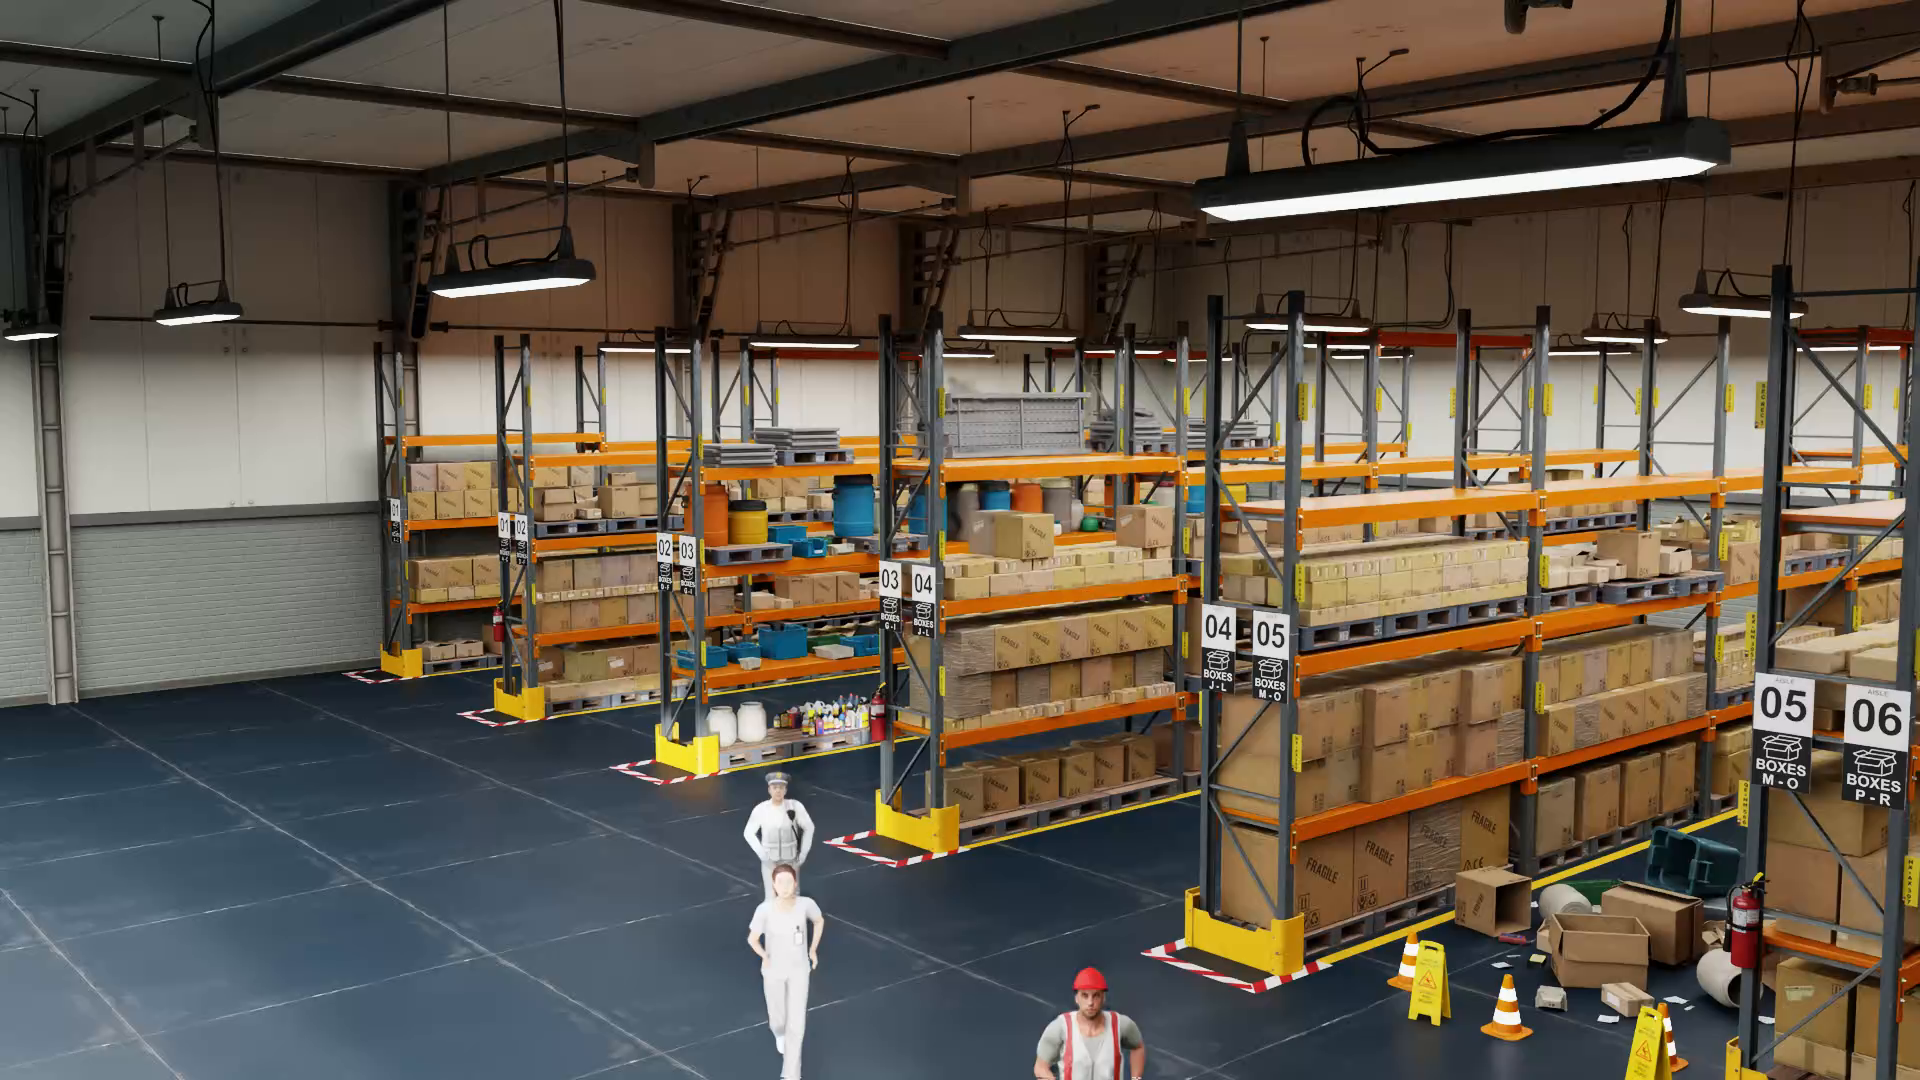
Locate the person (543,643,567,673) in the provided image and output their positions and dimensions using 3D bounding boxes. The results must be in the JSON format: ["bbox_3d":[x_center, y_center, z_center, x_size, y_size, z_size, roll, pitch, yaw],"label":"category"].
[{"bbox_3d":[-6.881,1.802,28.527,0.538,1.557,0.549,5,7,42],"label":"person"}]

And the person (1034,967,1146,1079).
[{"bbox_3d":[0.768,3.380,9.777,0.664,1.773,0.964,0,5,2],"label":"person"}]

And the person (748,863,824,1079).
[{"bbox_3d":[-1.287,3.219,12.339,0.568,1.672,0.922,-1,5,-6],"label":"person"}]

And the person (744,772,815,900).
[{"bbox_3d":[-1.670,2.955,15.413,0.657,1.666,0.512,-1,5,-10],"label":"person"}]
